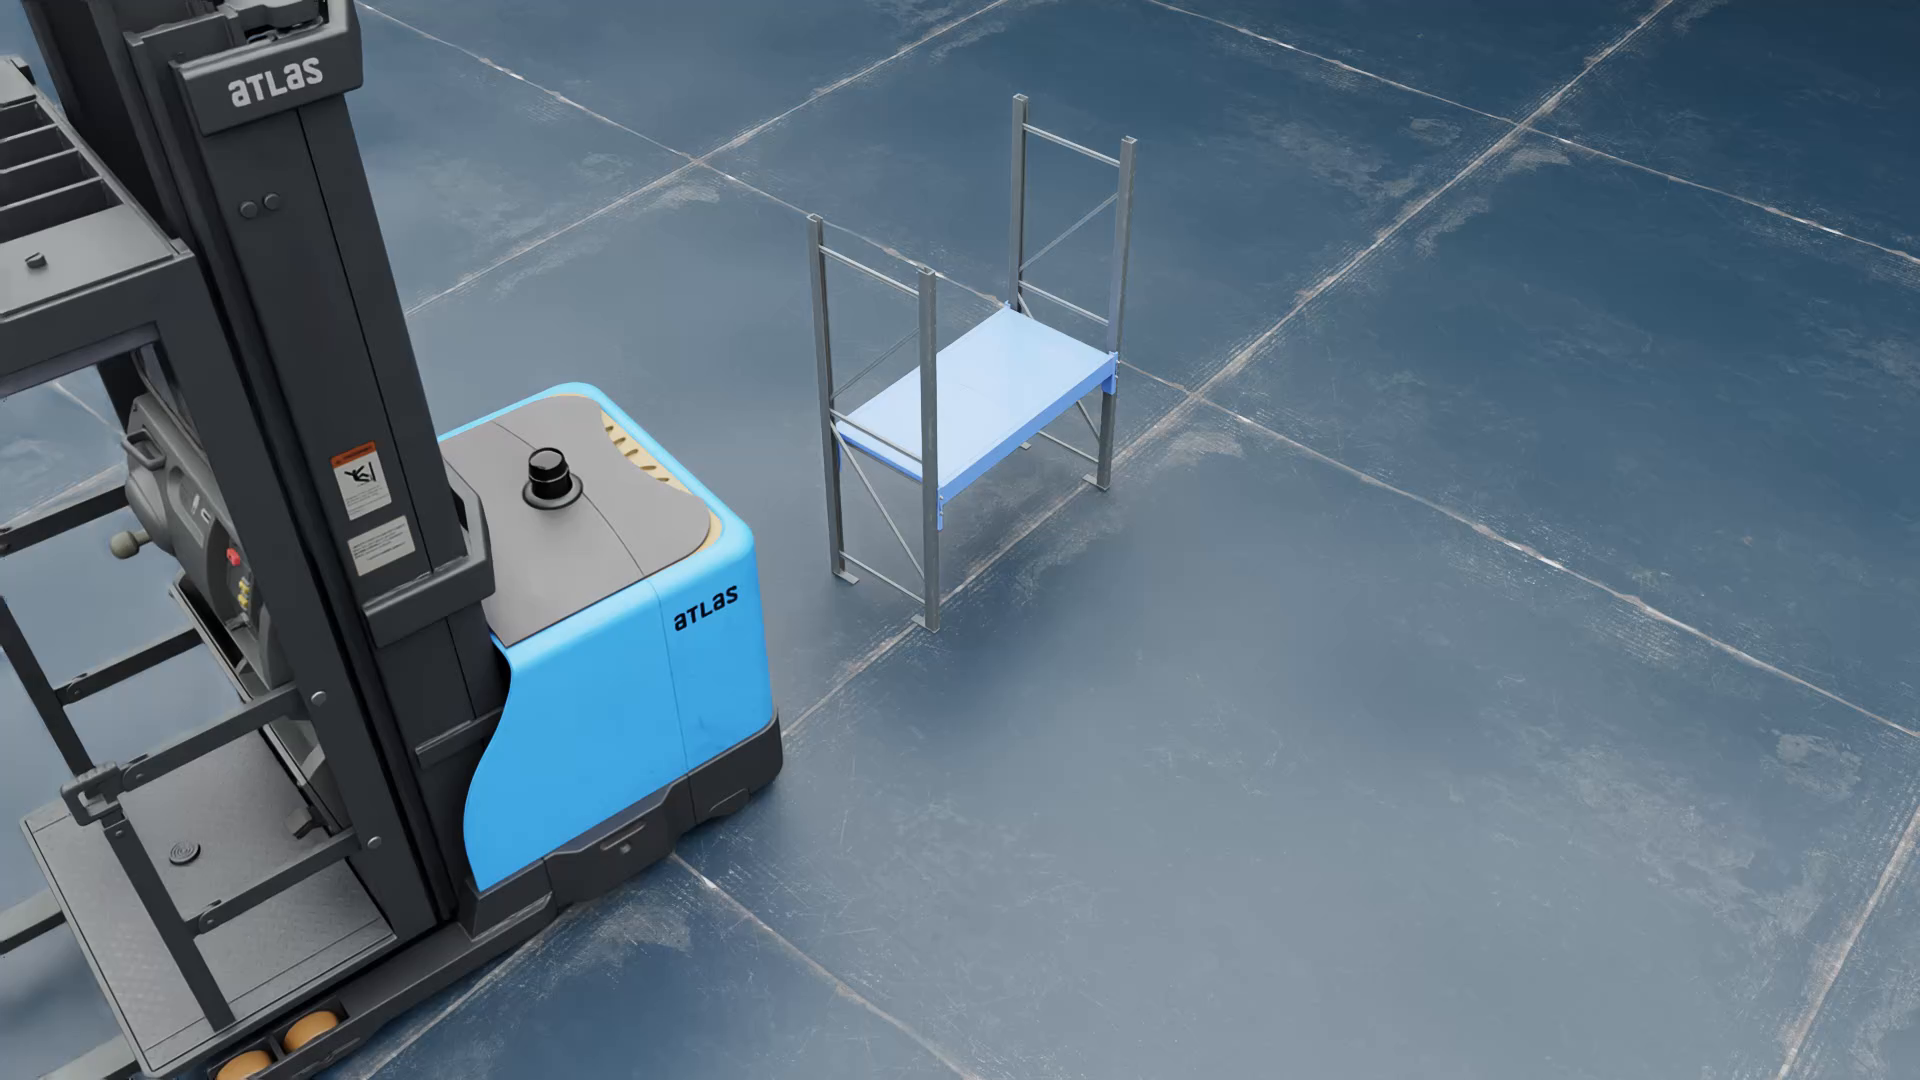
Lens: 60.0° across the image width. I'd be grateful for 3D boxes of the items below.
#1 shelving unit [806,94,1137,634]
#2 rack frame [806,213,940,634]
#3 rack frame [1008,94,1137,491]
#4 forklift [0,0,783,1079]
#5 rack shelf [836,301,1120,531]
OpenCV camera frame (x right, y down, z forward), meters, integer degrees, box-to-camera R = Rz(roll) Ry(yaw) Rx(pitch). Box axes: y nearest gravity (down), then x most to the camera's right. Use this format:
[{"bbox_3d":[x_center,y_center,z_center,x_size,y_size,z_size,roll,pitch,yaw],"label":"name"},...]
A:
[{"bbox_3d":[0.055,-0.599,5.794,0.538,1.500,1.048,29,50,28],"label":"shelving unit"},{"bbox_3d":[-0.272,-0.337,5.506,0.500,1.500,0.032,29,50,28],"label":"rack frame"},{"bbox_3d":[0.382,-0.861,6.082,0.500,1.500,0.032,29,50,28],"label":"rack frame"},{"bbox_3d":[-2.029,0.068,3.996,3.031,2.935,1.130,-29,50,-28],"label":"forklift"},{"bbox_3d":[0.055,-0.466,5.915,0.538,0.185,1.000,29,50,28],"label":"rack shelf"}]
